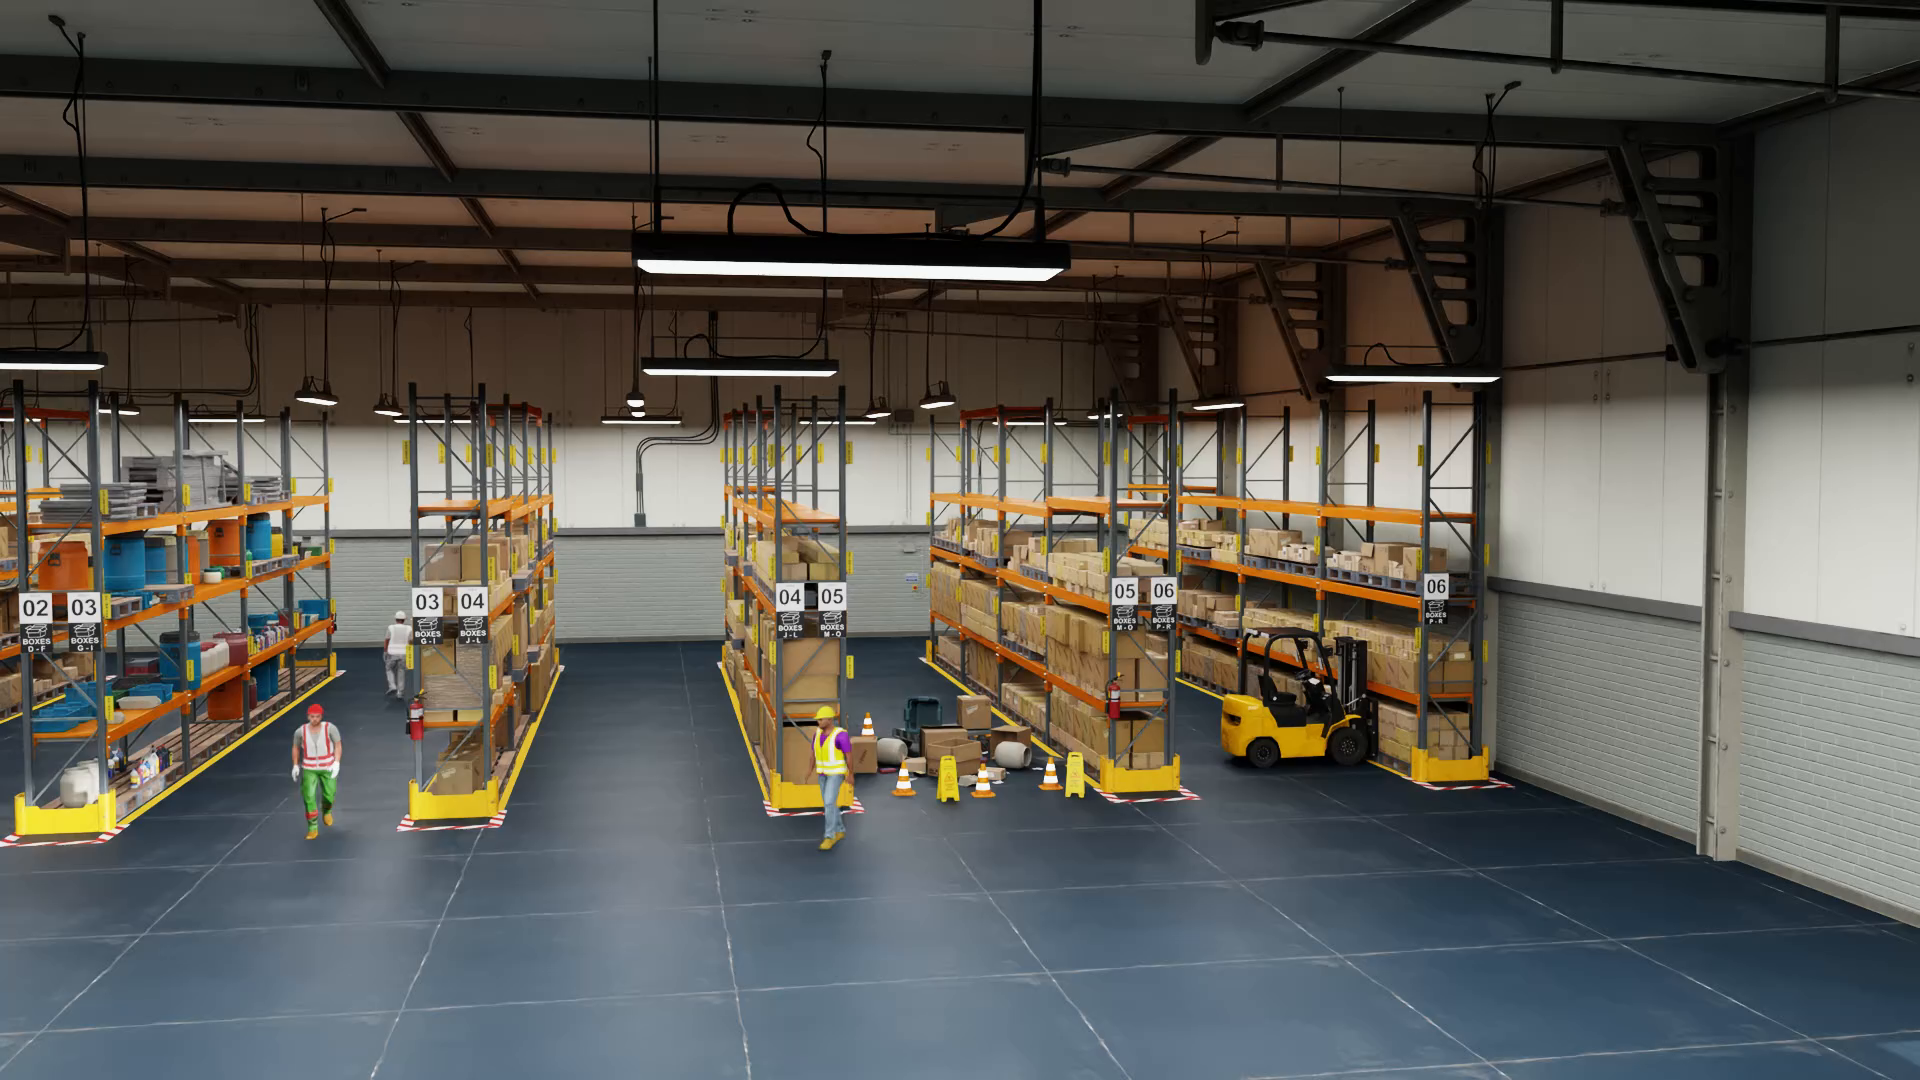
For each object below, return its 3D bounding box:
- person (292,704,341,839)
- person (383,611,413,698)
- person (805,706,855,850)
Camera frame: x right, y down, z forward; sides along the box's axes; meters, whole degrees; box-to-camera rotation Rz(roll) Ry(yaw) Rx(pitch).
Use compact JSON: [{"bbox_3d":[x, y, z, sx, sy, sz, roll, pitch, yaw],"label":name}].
[{"bbox_3d":[-8.486,3.014,21.948,0.620,1.764,0.701,-1,3,-17],"label":"person"},{"bbox_3d":[-11.588,2.363,34.321,0.604,1.781,0.477,-1,3,-20],"label":"person"},{"bbox_3d":[-1.725,3.032,21.418,0.656,1.757,0.737,3,4,42],"label":"person"}]
